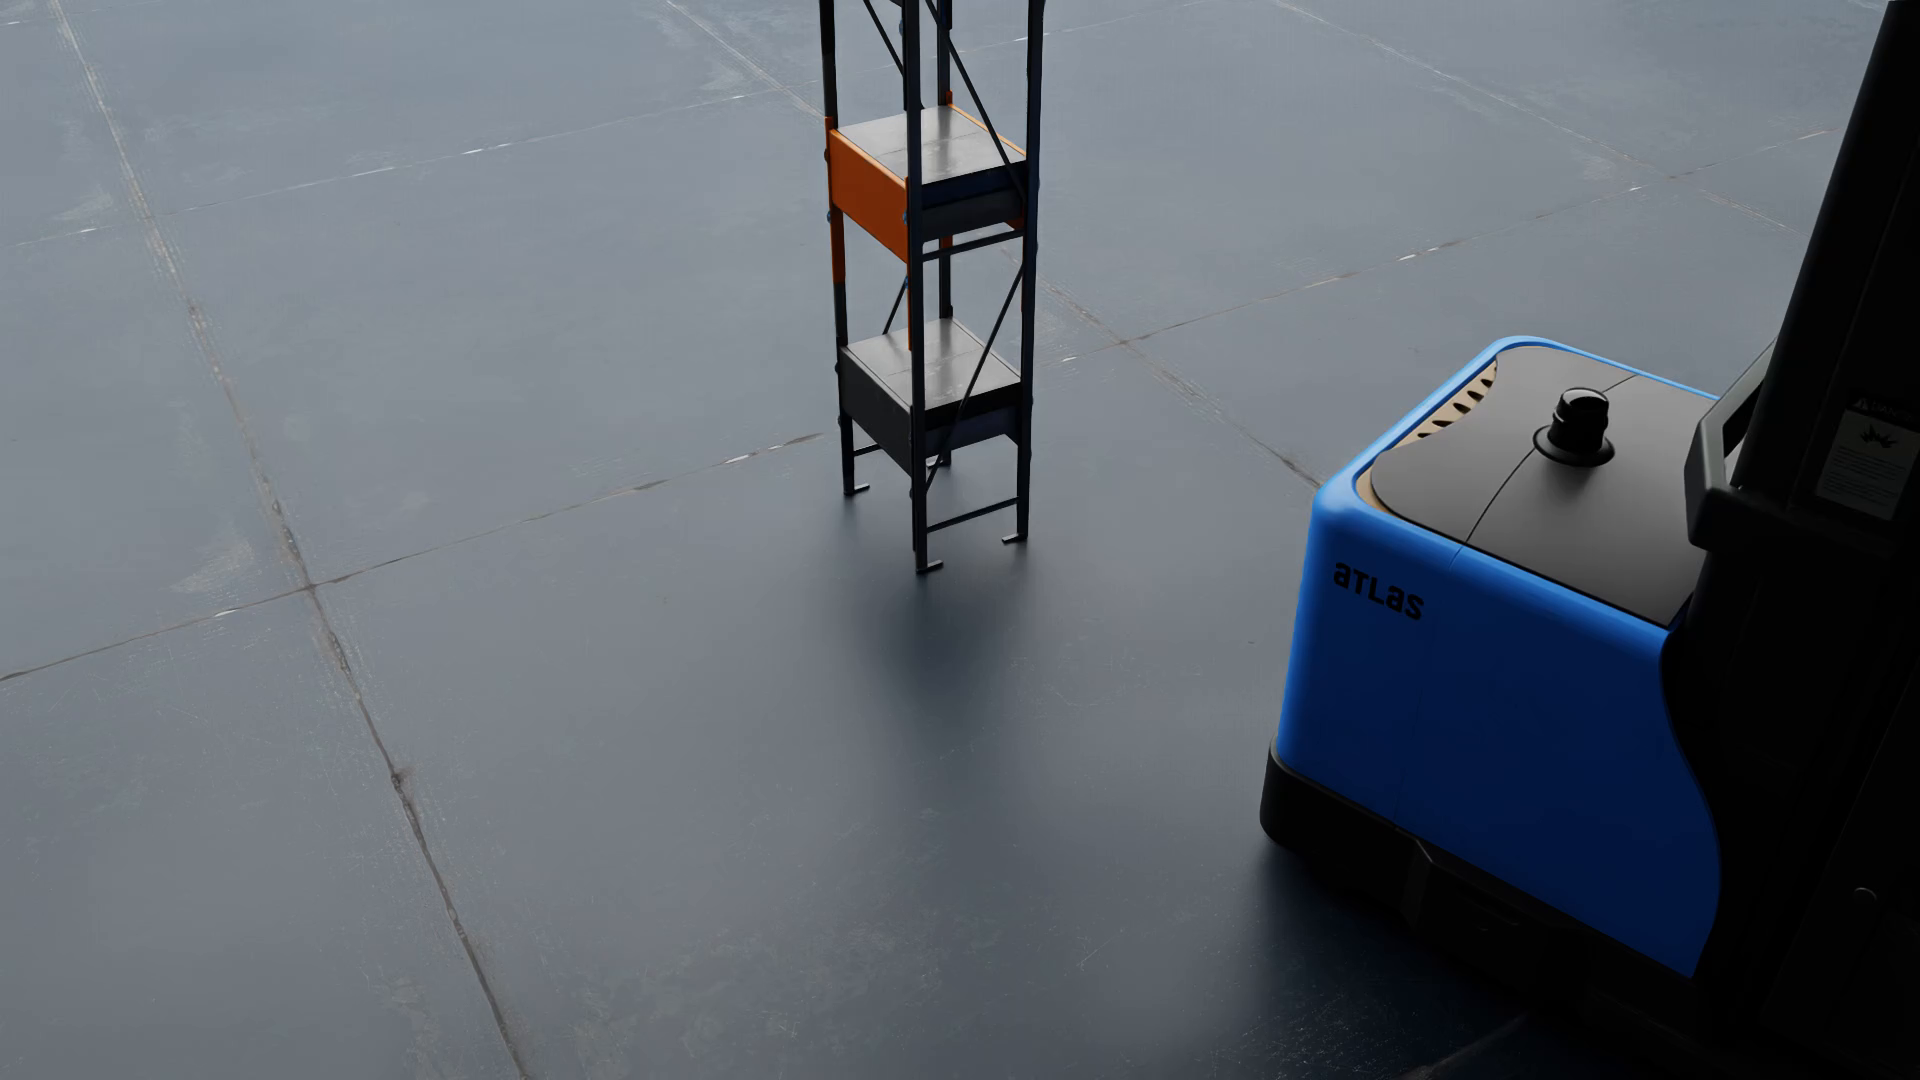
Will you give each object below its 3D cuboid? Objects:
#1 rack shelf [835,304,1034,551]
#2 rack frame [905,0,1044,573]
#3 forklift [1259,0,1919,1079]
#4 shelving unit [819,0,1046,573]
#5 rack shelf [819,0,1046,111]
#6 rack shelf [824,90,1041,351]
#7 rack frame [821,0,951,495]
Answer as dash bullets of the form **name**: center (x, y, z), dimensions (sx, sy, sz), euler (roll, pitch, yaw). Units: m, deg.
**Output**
- **rack shelf**: center (-0.083, -0.356, 5.167), dimensions (0.431, 0.518, 0.480), euler (-19, 40, -24)
- **rack frame**: center (0.039, -0.808, 4.576), dimensions (0.400, 2.100, 0.015), euler (-19, 40, -24)
- **forklift**: center (2.201, -0.072, 2.864), dimensions (3.031, 2.935, 1.130), euler (27, 44, 32)
- **shelving unit**: center (-0.083, -0.932, 4.746), dimensions (0.431, 2.100, 0.503), euler (-19, 40, -24)
- **rack shelf**: center (-0.083, -1.487, 4.341), dimensions (0.431, 0.518, 0.480), euler (-19, 40, -24)
- **rack shelf**: center (-0.083, -0.921, 4.754), dimensions (0.431, 0.518, 0.480), euler (-19, 40, -24)
- **rack frame**: center (-0.206, -1.057, 4.917), dimensions (0.400, 2.100, 0.015), euler (-19, 40, -24)
